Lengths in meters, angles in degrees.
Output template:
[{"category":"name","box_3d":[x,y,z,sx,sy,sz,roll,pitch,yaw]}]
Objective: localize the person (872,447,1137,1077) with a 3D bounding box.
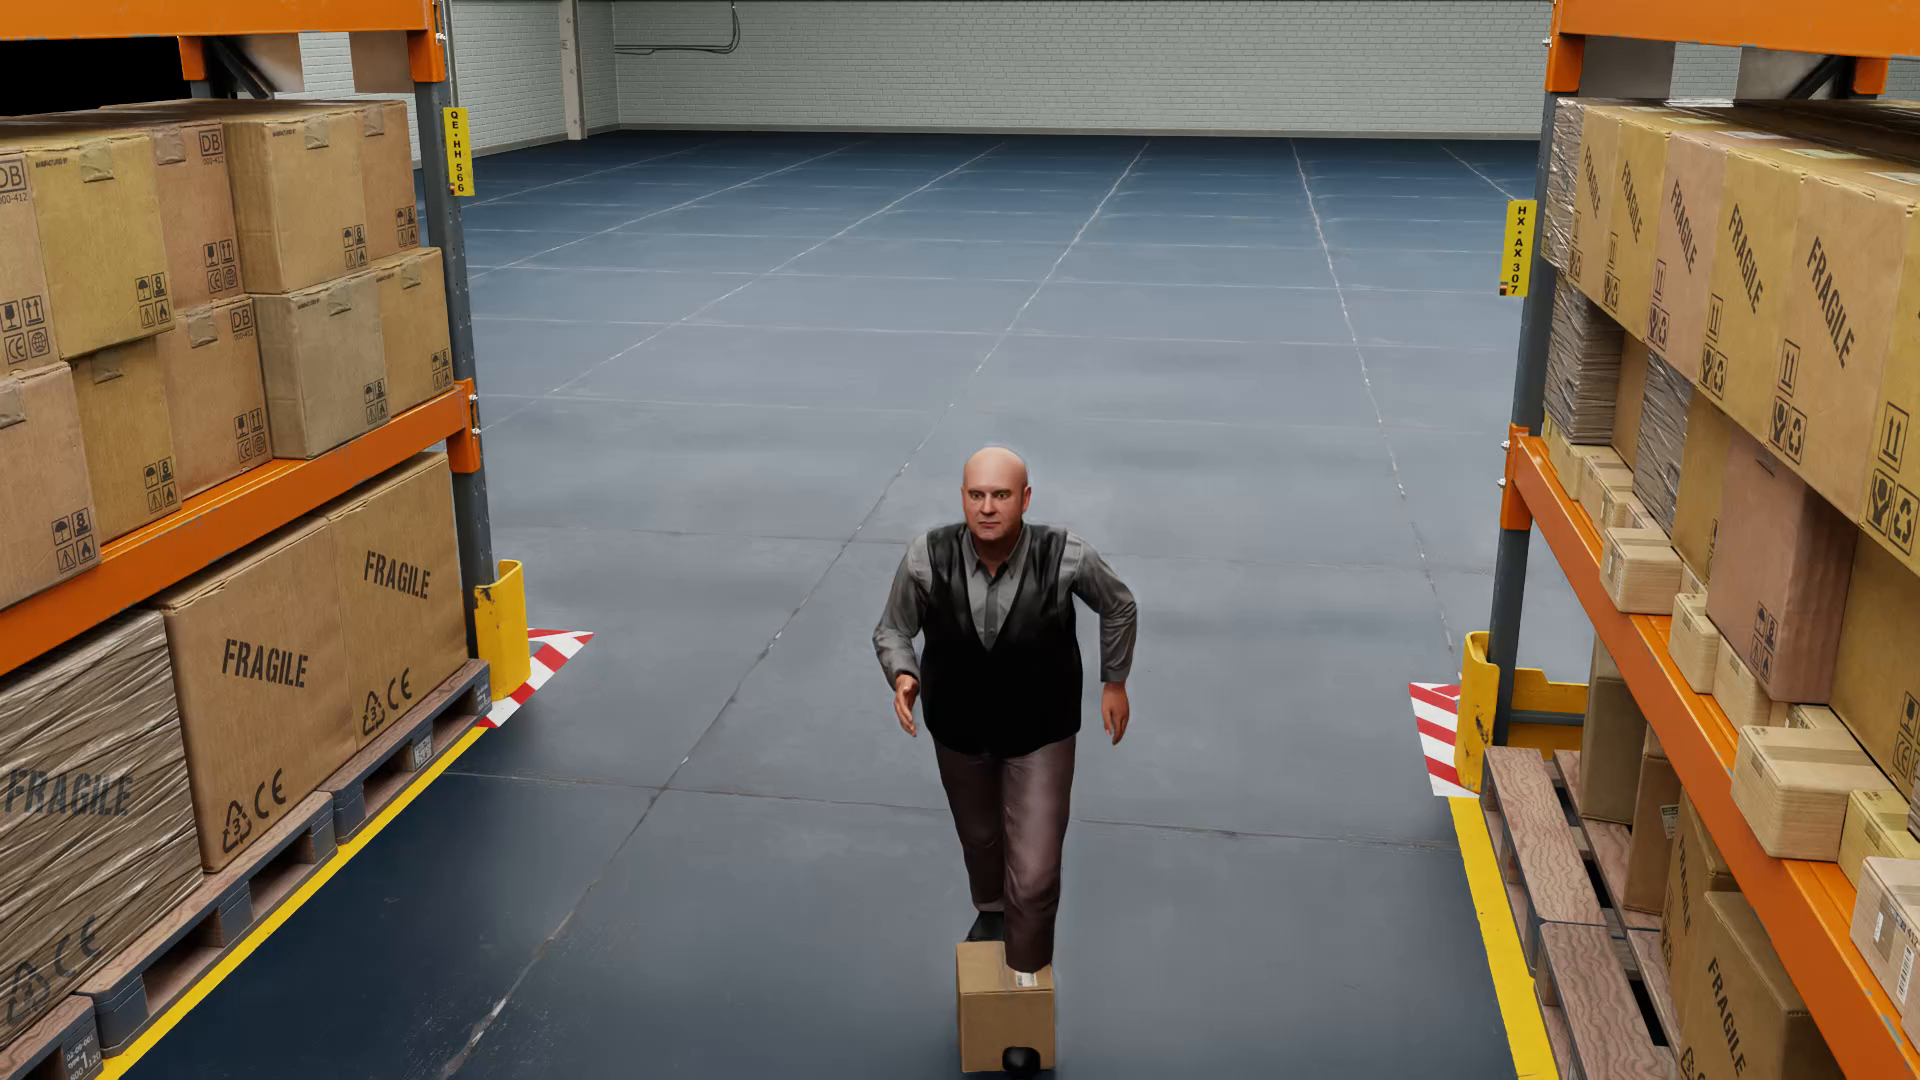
[{"category":"person","box_3d":[0.115,0.519,4.546,0.679,1.646,0.899,5,18,14]}]
